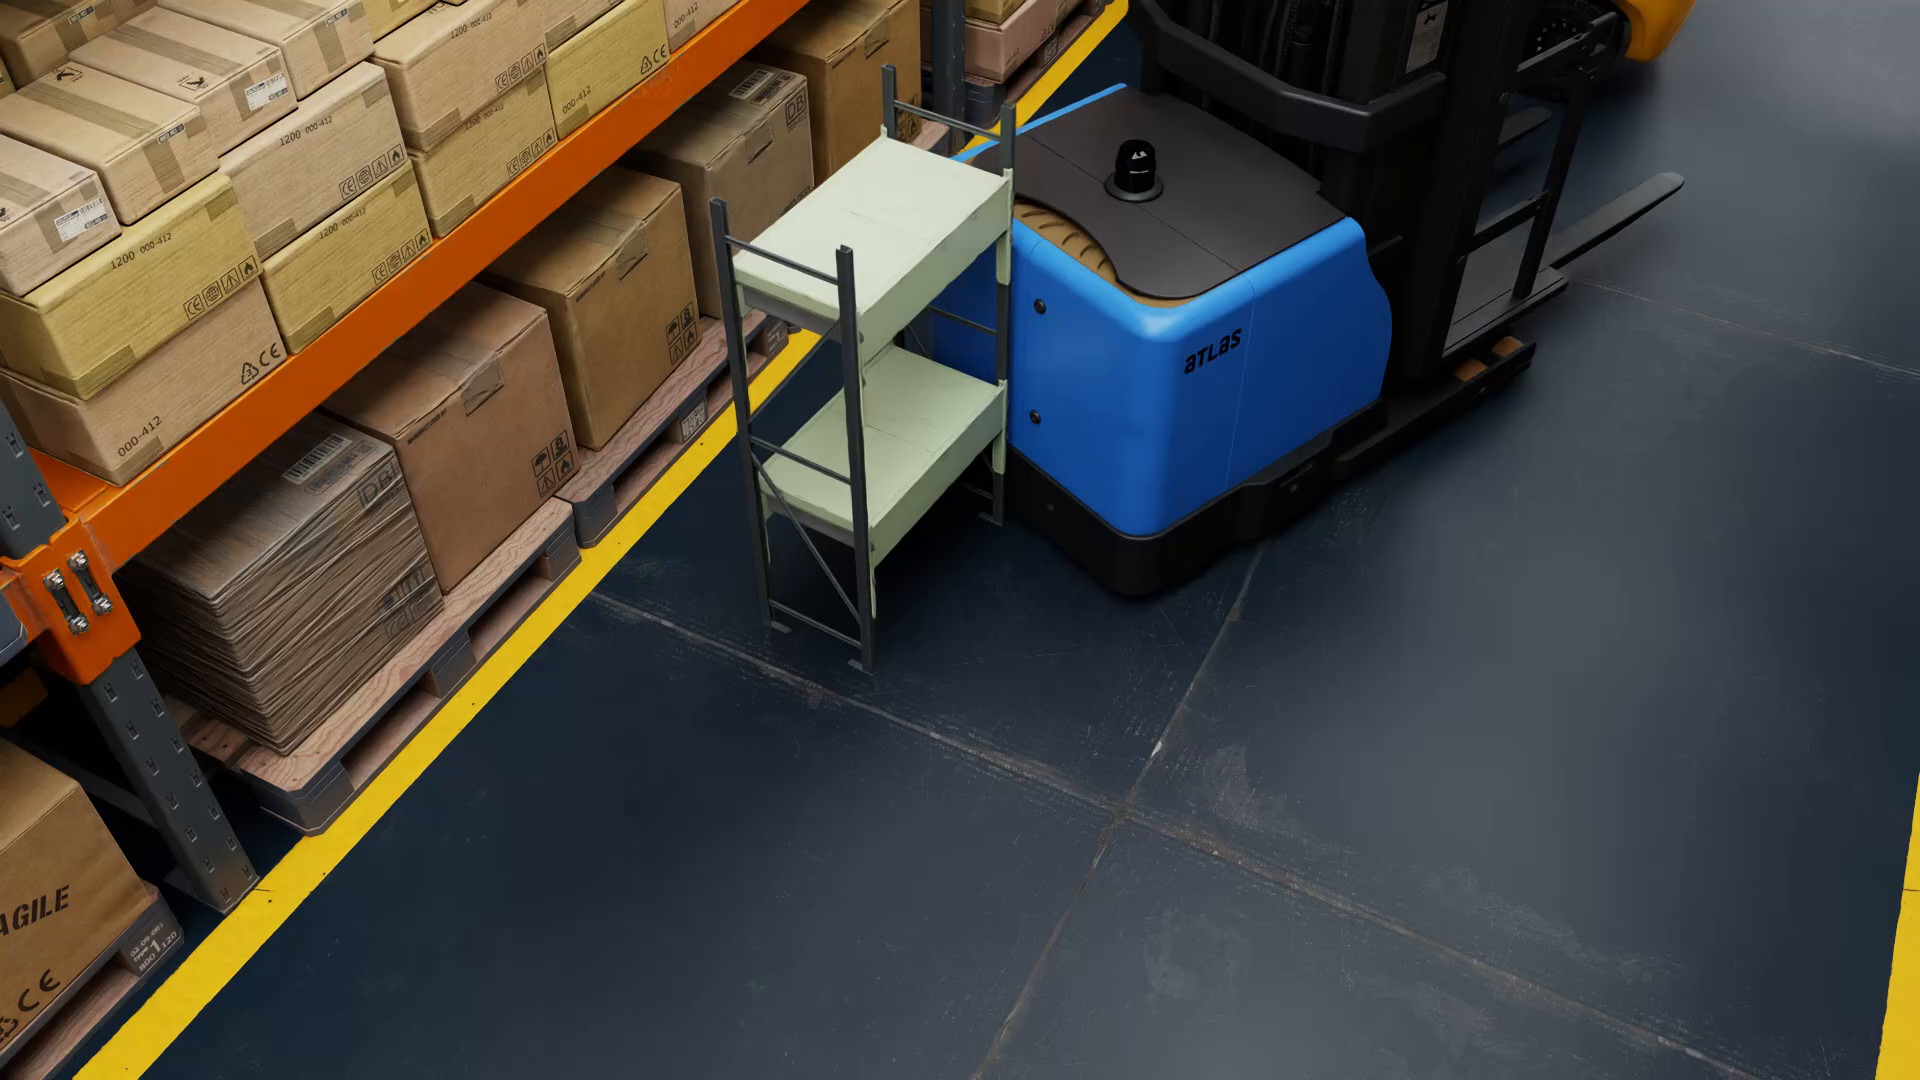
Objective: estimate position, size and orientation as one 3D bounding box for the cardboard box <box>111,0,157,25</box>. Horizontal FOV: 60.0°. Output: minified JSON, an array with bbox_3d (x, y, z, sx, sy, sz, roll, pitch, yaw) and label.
[{"bbox_3d":[-2.084,-1.344,3.943,0.380,0.149,0.250,20,49,18],"label":"cardboard box"}]

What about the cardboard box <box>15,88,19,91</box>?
[{"bbox_3d":[-2.107,-1.107,3.989,0.500,0.250,0.500,21,49,19],"label":"cardboard box"}]

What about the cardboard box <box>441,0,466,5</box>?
[{"bbox_3d":[-1.306,-1.470,4.067,0.380,0.149,0.250,21,49,20],"label":"cardboard box"}]

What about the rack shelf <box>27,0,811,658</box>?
[{"bbox_3d":[-1.377,-1.294,4.925,1.077,0.370,4.000,20,49,19],"label":"rack shelf"}]

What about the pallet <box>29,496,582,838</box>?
[{"bbox_3d":[-1.888,0.188,4.916,1.003,0.211,1.213,20,49,19],"label":"pallet"}]

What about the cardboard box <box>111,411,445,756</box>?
[{"bbox_3d":[-2.003,0.012,4.503,0.875,0.625,0.625,22,49,20],"label":"cardboard box"}]

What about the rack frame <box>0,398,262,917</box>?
[{"bbox_3d":[-2.305,-0.286,3.424,1.000,3.000,0.127,20,49,19],"label":"rack frame"}]

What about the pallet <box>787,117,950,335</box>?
[{"bbox_3d":[-0.756,-1.349,6.435,1.003,0.211,1.213,20,49,19],"label":"pallet"}]

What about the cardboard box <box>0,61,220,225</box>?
[{"bbox_3d":[-1.773,-0.822,3.427,0.380,0.149,0.250,21,49,20],"label":"cardboard box"}]

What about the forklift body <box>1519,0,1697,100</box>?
[{"bbox_3d":[2.144,-3.231,6.931,2.313,2.155,1.214,20,49,19],"label":"forklift body"}]

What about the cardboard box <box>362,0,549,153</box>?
[{"bbox_3d":[-1.390,-1.247,4.128,0.500,0.250,0.500,19,48,18],"label":"cardboard box"}]

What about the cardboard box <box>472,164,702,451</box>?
[{"bbox_3d":[-1.395,-0.826,5.332,0.875,0.625,0.625,19,48,17],"label":"cardboard box"}]

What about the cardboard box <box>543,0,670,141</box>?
[{"bbox_3d":[-1.170,-1.401,4.631,0.500,0.250,0.500,22,49,20],"label":"cardboard box"}]

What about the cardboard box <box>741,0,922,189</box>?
[{"bbox_3d":[-0.681,-1.787,6.281,0.875,0.625,0.625,23,50,21],"label":"cardboard box"}]

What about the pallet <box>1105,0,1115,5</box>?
[{"bbox_3d":[0.523,-3.085,8.150,1.003,0.211,1.213,20,49,19],"label":"pallet"}]

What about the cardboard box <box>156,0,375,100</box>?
[{"bbox_3d":[-1.567,-1.161,3.762,0.380,0.149,0.250,21,49,19],"label":"cardboard box"}]

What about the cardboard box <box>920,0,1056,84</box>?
[{"bbox_3d":[0.070,-2.183,6.936,0.500,0.250,0.500,21,49,19],"label":"cardboard box"}]

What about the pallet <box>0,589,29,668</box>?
[{"bbox_3d":[-2.558,0.231,3.047,1.213,0.211,1.003,20,49,19],"label":"pallet"}]

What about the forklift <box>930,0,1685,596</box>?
[{"bbox_3d":[1.357,-1.748,4.917,3.031,2.935,1.130,-30,52,-26],"label":"forklift"}]

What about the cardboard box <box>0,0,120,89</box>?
[{"bbox_3d":[-2.137,-1.166,3.767,0.380,0.149,0.250,20,49,19],"label":"cardboard box"}]

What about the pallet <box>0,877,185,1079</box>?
[{"bbox_3d":[-2.685,1.152,3.963,1.003,0.211,1.213,20,49,19],"label":"pallet"}]

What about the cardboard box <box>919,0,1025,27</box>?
[{"bbox_3d":[0.050,-2.366,6.766,0.500,0.250,0.500,20,49,19],"label":"cardboard box"}]

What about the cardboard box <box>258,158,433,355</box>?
[{"bbox_3d":[-1.645,-0.748,3.986,0.500,0.250,0.500,19,48,18],"label":"cardboard box"}]

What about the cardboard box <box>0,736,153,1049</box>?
[{"bbox_3d":[-2.311,0.782,3.830,0.500,0.500,0.500,22,49,20],"label":"cardboard box"}]

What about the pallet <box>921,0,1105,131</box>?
[{"bbox_3d":[-0.042,-2.313,7.388,1.003,0.211,1.213,20,49,19],"label":"pallet"}]

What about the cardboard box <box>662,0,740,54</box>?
[{"bbox_3d":[-0.937,-1.729,4.955,0.500,0.250,0.500,21,49,19],"label":"cardboard box"}]

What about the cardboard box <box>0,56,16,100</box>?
[{"bbox_3d":[-2.311,-1.023,3.626,0.380,0.149,0.250,22,49,20],"label":"cardboard box"}]

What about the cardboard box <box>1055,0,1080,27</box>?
[{"bbox_3d":[0.292,-2.508,7.258,0.500,0.250,0.500,19,48,18],"label":"cardboard box"}]

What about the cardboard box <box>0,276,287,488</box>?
[{"bbox_3d":[-1.883,-0.433,3.674,0.500,0.250,0.500,21,49,19],"label":"cardboard box"}]

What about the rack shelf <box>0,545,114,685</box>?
[{"bbox_3d":[-3.234,1.226,2.435,1.077,0.370,4.000,20,49,19],"label":"rack shelf"}]

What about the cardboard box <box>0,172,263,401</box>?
[{"bbox_3d":[-1.861,-0.600,3.488,0.500,0.250,0.500,20,49,19],"label":"cardboard box"}]

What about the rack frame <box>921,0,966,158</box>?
[{"bbox_3d":[-0.448,-2.806,5.915,1.000,3.000,0.127,20,49,19],"label":"rack frame"}]

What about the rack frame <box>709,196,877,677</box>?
[{"bbox_3d":[-0.420,-0.208,4.401,0.400,1.500,0.023,24,50,22],"label":"rack frame"}]

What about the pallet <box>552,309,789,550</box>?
[{"bbox_3d":[-1.321,-0.578,5.672,1.003,0.211,1.213,20,49,19],"label":"pallet"}]

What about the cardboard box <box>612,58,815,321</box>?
[{"bbox_3d":[-1.048,-1.301,5.801,0.875,0.625,0.625,20,49,19],"label":"cardboard box"}]

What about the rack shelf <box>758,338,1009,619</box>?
[{"bbox_3d":[-0.225,-0.199,4.851,0.431,0.370,0.720,24,50,22],"label":"rack shelf"}]

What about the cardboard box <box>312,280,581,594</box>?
[{"bbox_3d":[-1.707,-0.402,4.913,0.875,0.625,0.625,22,49,20],"label":"cardboard box"}]

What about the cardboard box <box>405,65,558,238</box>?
[{"bbox_3d":[-1.412,-1.075,4.309,0.500,0.250,0.500,19,48,18],"label":"cardboard box"}]

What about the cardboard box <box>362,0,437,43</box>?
[{"bbox_3d":[-1.477,-1.329,3.928,0.380,0.149,0.250,21,49,19],"label":"cardboard box"}]

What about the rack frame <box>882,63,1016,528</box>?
[{"bbox_3d":[-0.031,-0.649,4.837,0.400,1.500,0.023,24,50,22],"label":"rack frame"}]

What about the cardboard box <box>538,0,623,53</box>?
[{"bbox_3d":[-1.176,-1.577,4.454,0.500,0.250,0.500,21,49,20],"label":"cardboard box"}]

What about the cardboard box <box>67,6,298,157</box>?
[{"bbox_3d":[-1.677,-0.992,3.595,0.380,0.149,0.250,22,49,20],"label":"cardboard box"}]

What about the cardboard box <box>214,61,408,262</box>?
[{"bbox_3d":[-1.649,-0.923,3.808,0.500,0.250,0.500,22,49,20],"label":"cardboard box"}]

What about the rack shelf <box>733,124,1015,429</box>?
[{"bbox_3d":[-0.225,-0.703,4.341,0.431,0.370,0.720,24,50,22],"label":"rack shelf"}]

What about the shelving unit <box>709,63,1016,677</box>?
[{"bbox_3d":[-0.225,-0.428,4.619,0.431,1.500,0.755,24,50,22],"label":"shelving unit"}]

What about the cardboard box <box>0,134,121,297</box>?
[{"bbox_3d":[-1.896,-0.653,3.260,0.380,0.149,0.250,22,49,20],"label":"cardboard box"}]
